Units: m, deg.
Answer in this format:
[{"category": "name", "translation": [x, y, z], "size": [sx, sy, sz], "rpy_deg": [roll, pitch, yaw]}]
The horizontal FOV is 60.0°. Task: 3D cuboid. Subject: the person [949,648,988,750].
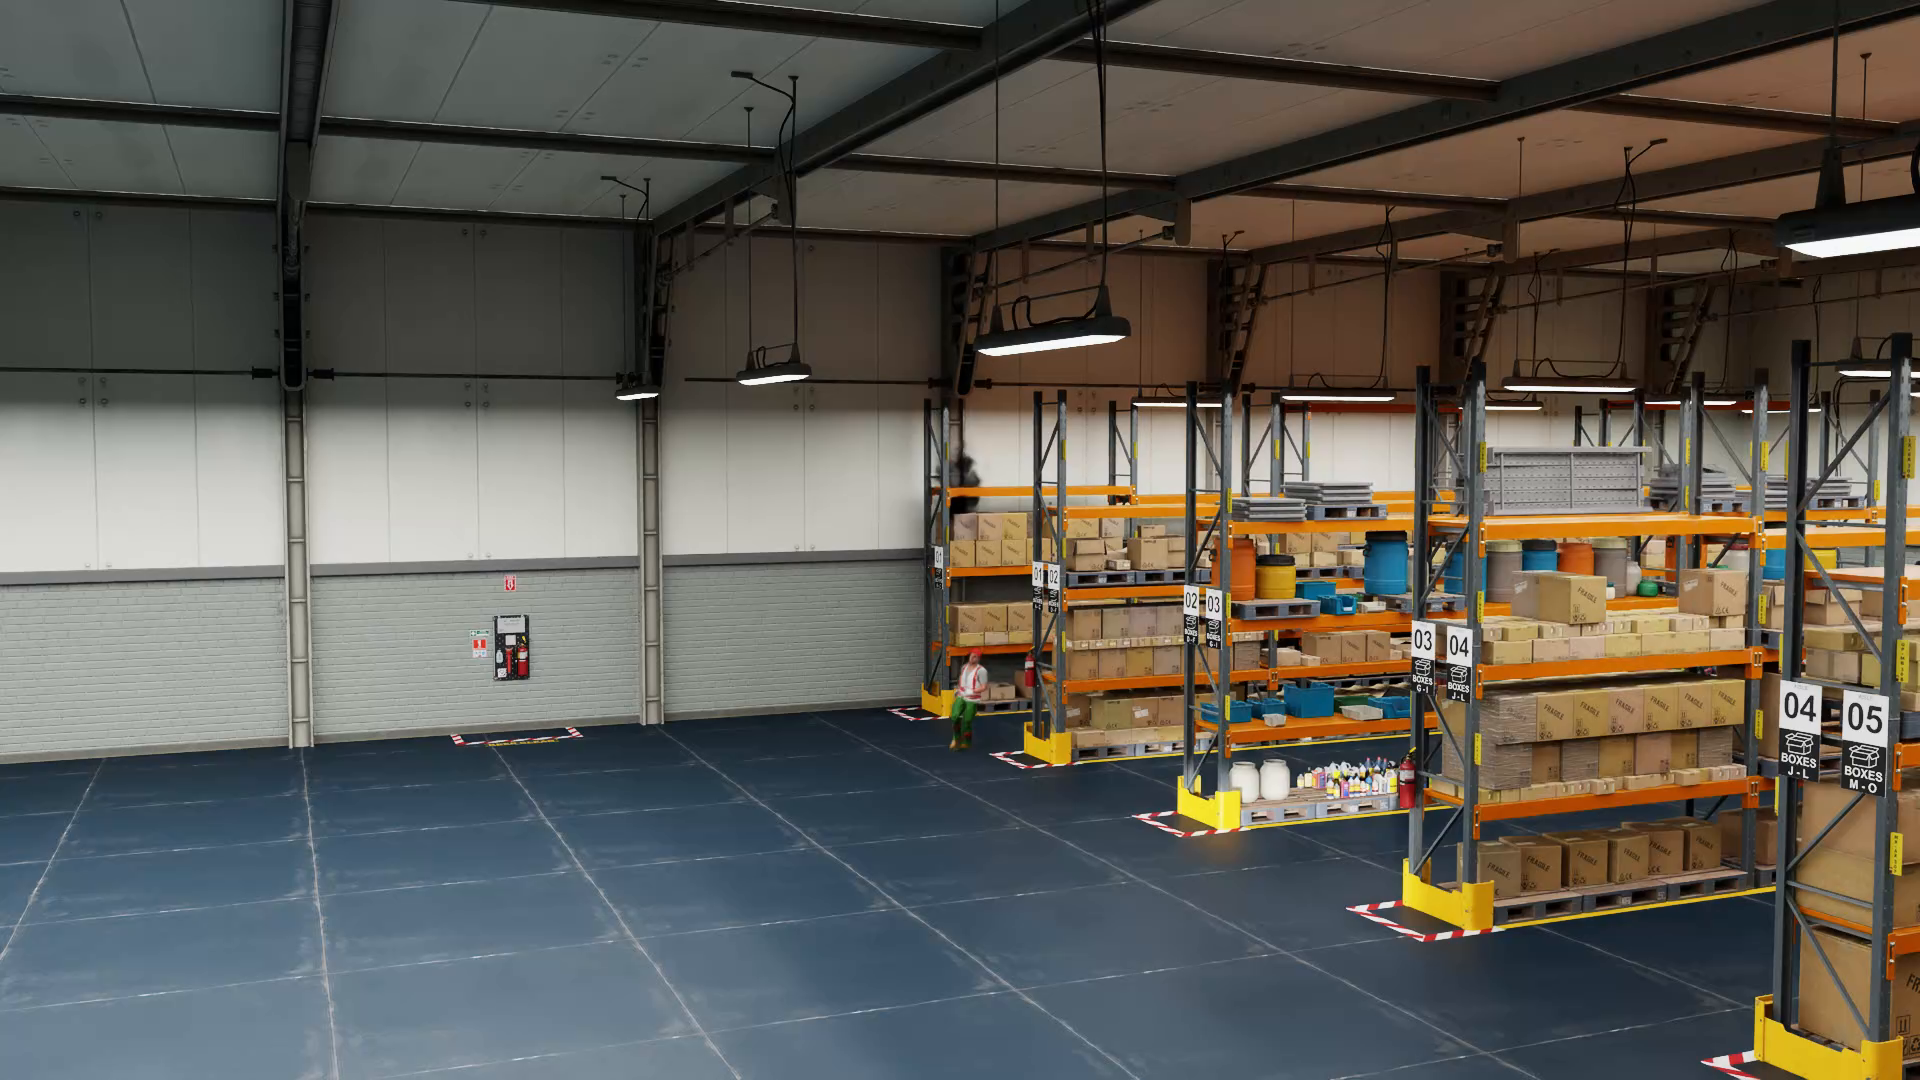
[{"category": "person", "translation": [0.132, 2.651, 27.645], "size": [0.694, 1.715, 0.652], "rpy_deg": [2, 4, 29]}]
